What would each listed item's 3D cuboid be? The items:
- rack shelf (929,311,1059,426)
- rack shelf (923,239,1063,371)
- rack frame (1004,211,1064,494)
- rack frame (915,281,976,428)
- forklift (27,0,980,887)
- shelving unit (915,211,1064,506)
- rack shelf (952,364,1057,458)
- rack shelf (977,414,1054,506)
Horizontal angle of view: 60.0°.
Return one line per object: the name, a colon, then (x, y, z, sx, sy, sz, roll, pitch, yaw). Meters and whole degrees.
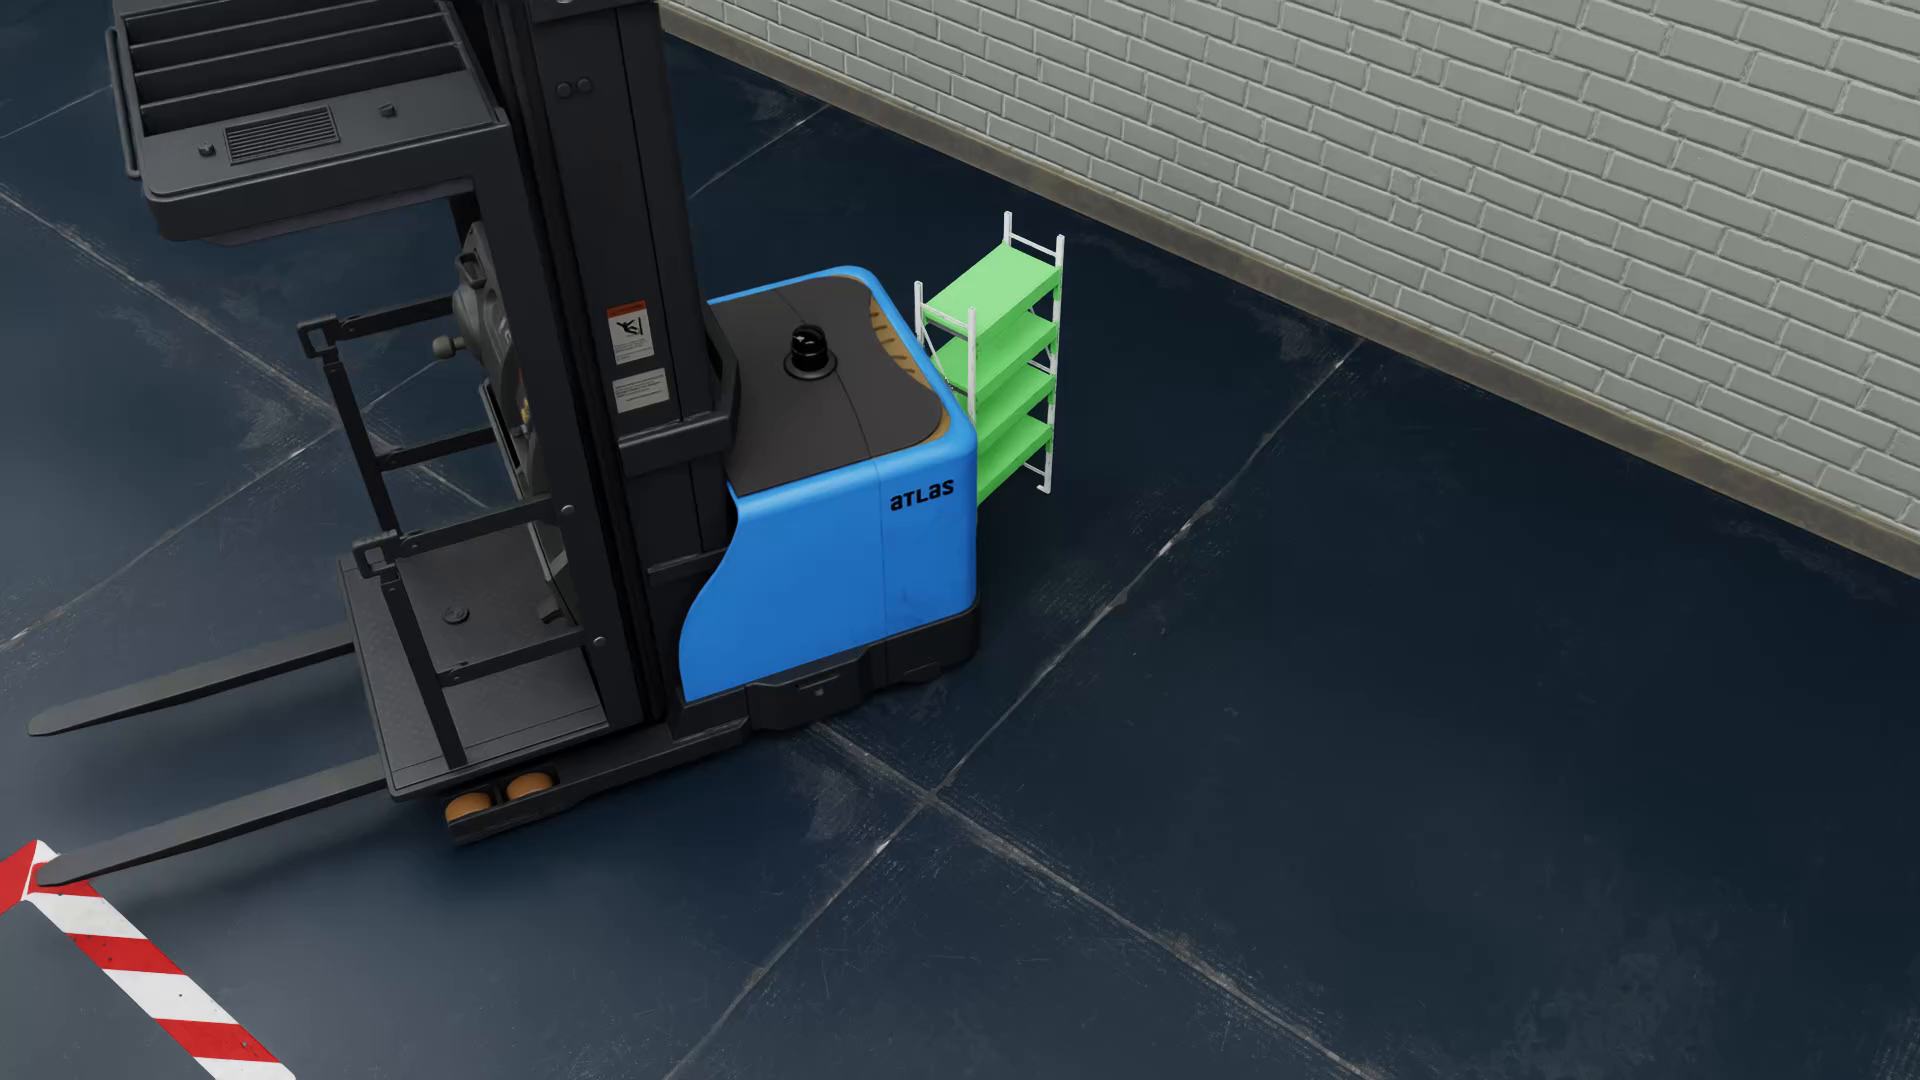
rack shelf: (0.101, -0.631, 5.779, 0.258, 0.148, 0.480, 29, 53, 25)
rack shelf: (0.101, -0.797, 5.606, 0.258, 0.148, 0.480, 29, 53, 25)
rack frame: (0.250, -0.649, 6.040, 0.240, 1.200, 0.015, 29, 53, 25)
rack frame: (-0.048, -0.370, 5.773, 0.240, 1.200, 0.015, 29, 53, 25)
forklift: (-1.496, -0.484, 4.686, 3.031, 2.935, 1.130, -17, 49, -16)
shelving unit: (0.101, -0.509, 5.907, 0.258, 1.200, 0.503, 29, 53, 25)
rack shelf: (0.101, -0.465, 5.953, 0.258, 0.148, 0.480, 29, 53, 25)
rack shelf: (0.101, -0.299, 6.126, 0.258, 0.148, 0.480, 29, 53, 25)
